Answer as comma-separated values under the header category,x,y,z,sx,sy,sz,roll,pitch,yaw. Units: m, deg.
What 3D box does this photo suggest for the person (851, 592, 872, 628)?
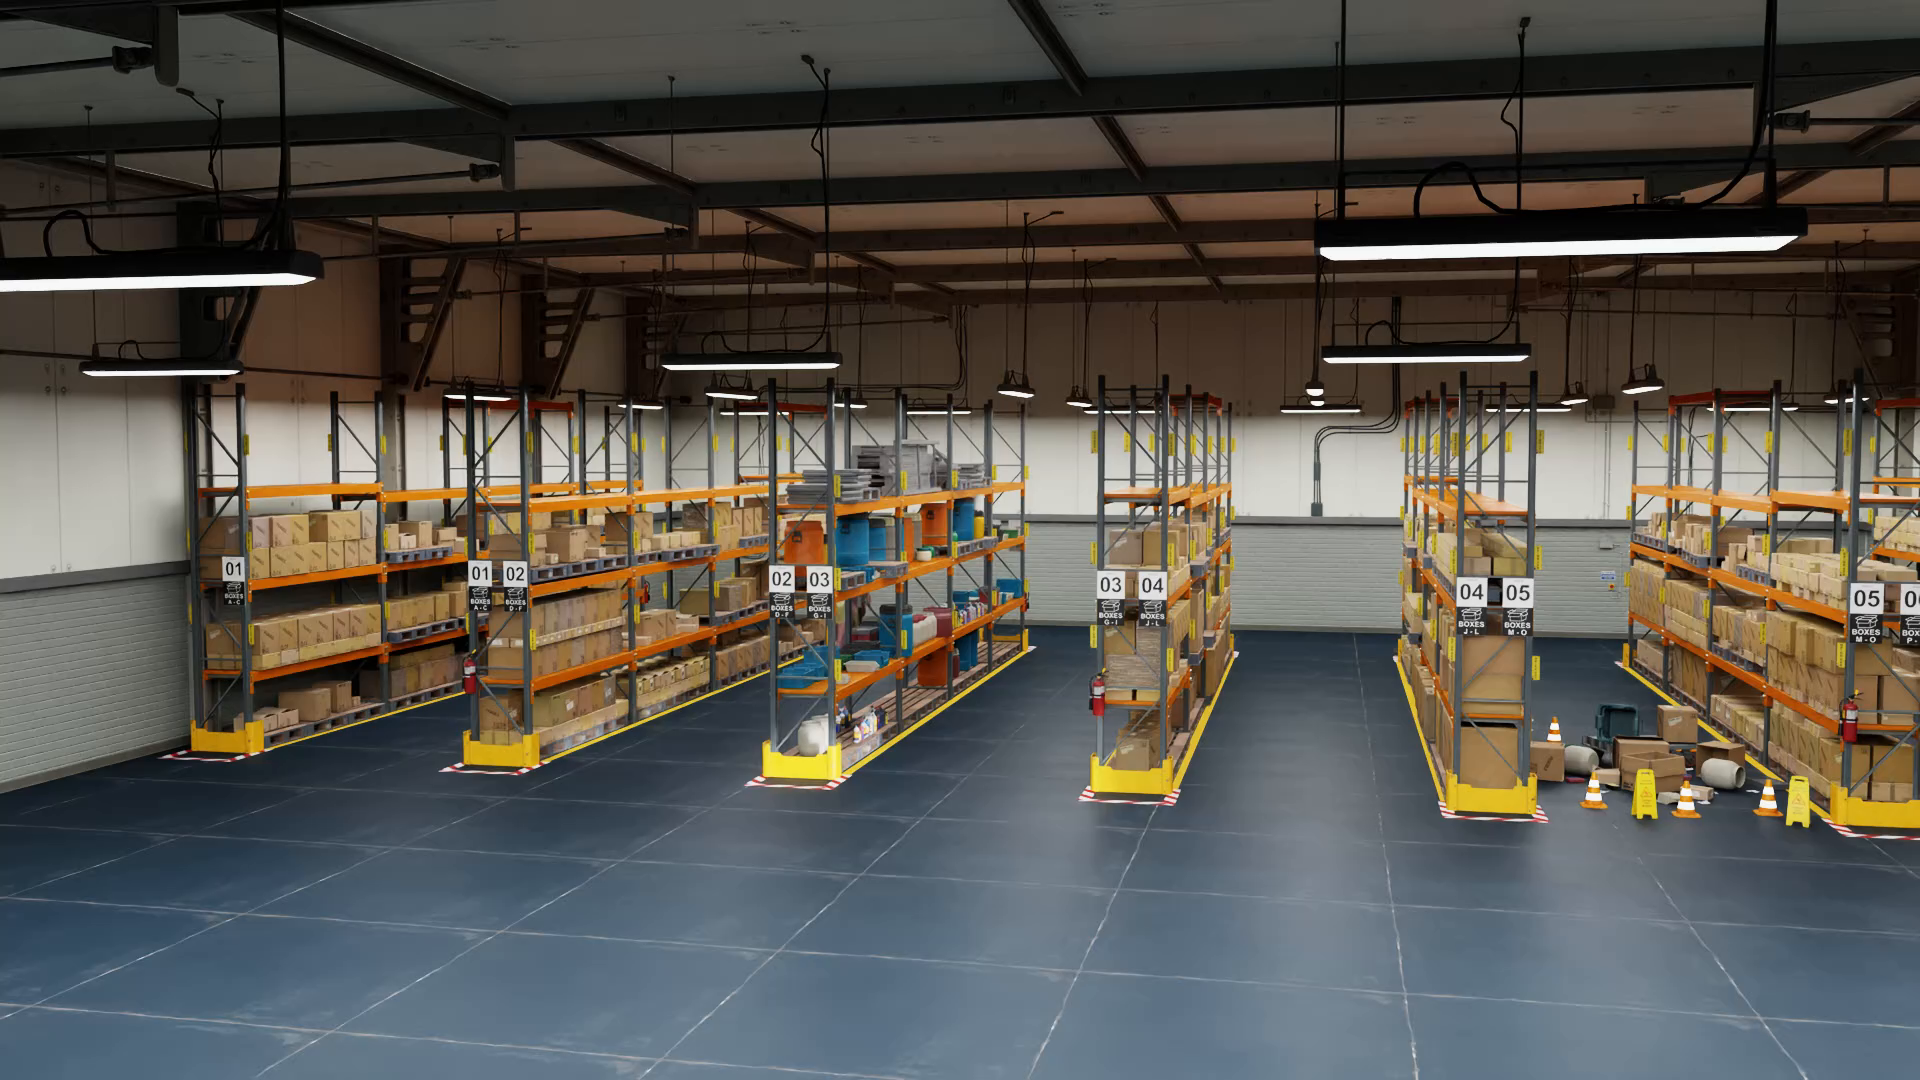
category,x,y,z,sx,sy,sz,roll,pitch,yaw
person,-2.601,1.726,42.592,0.611,1.604,1.173,-1,4,-21

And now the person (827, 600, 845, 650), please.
category,x,y,z,sx,sy,sz,roll,pitch,yaw
person,-2.876,1.942,39.042,0.451,1.603,1.060,1,3,16

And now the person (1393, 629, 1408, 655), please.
category,x,y,z,sx,sy,sz,roll,pitch,yaw
person,10.775,1.935,39.501,0.921,1.594,0.464,1,3,14
